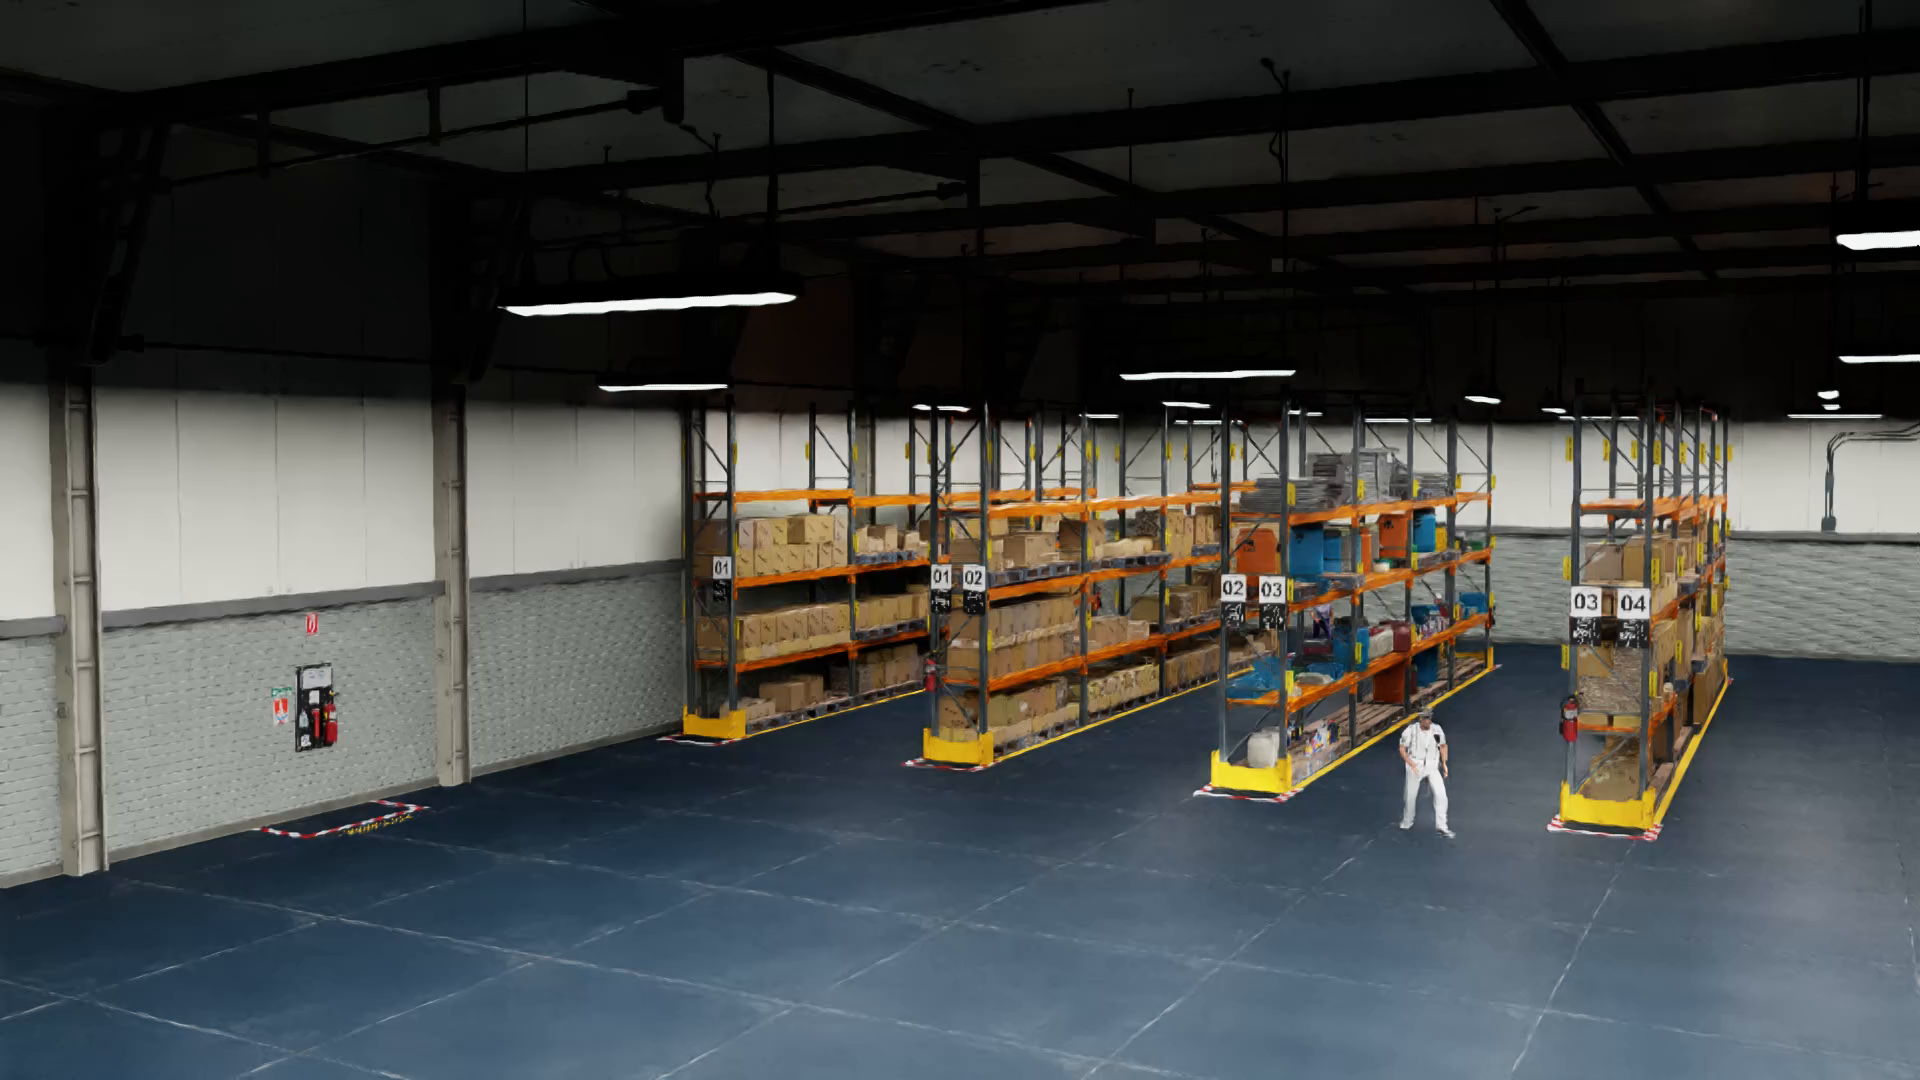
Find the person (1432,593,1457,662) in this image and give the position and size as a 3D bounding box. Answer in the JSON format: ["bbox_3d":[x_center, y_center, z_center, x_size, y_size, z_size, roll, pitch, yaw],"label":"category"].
[{"bbox_3d":[10.957,2.073,37.990,0.991,1.755,0.594,-3,4,-41],"label":"person"}]

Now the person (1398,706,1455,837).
[{"bbox_3d":[6.101,2.997,21.821,0.705,1.694,0.833,0,3,9],"label":"person"}]

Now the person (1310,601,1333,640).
[{"bbox_3d":[8.963,2.054,41.048,0.664,1.572,0.793,0,3,8],"label":"person"}]
